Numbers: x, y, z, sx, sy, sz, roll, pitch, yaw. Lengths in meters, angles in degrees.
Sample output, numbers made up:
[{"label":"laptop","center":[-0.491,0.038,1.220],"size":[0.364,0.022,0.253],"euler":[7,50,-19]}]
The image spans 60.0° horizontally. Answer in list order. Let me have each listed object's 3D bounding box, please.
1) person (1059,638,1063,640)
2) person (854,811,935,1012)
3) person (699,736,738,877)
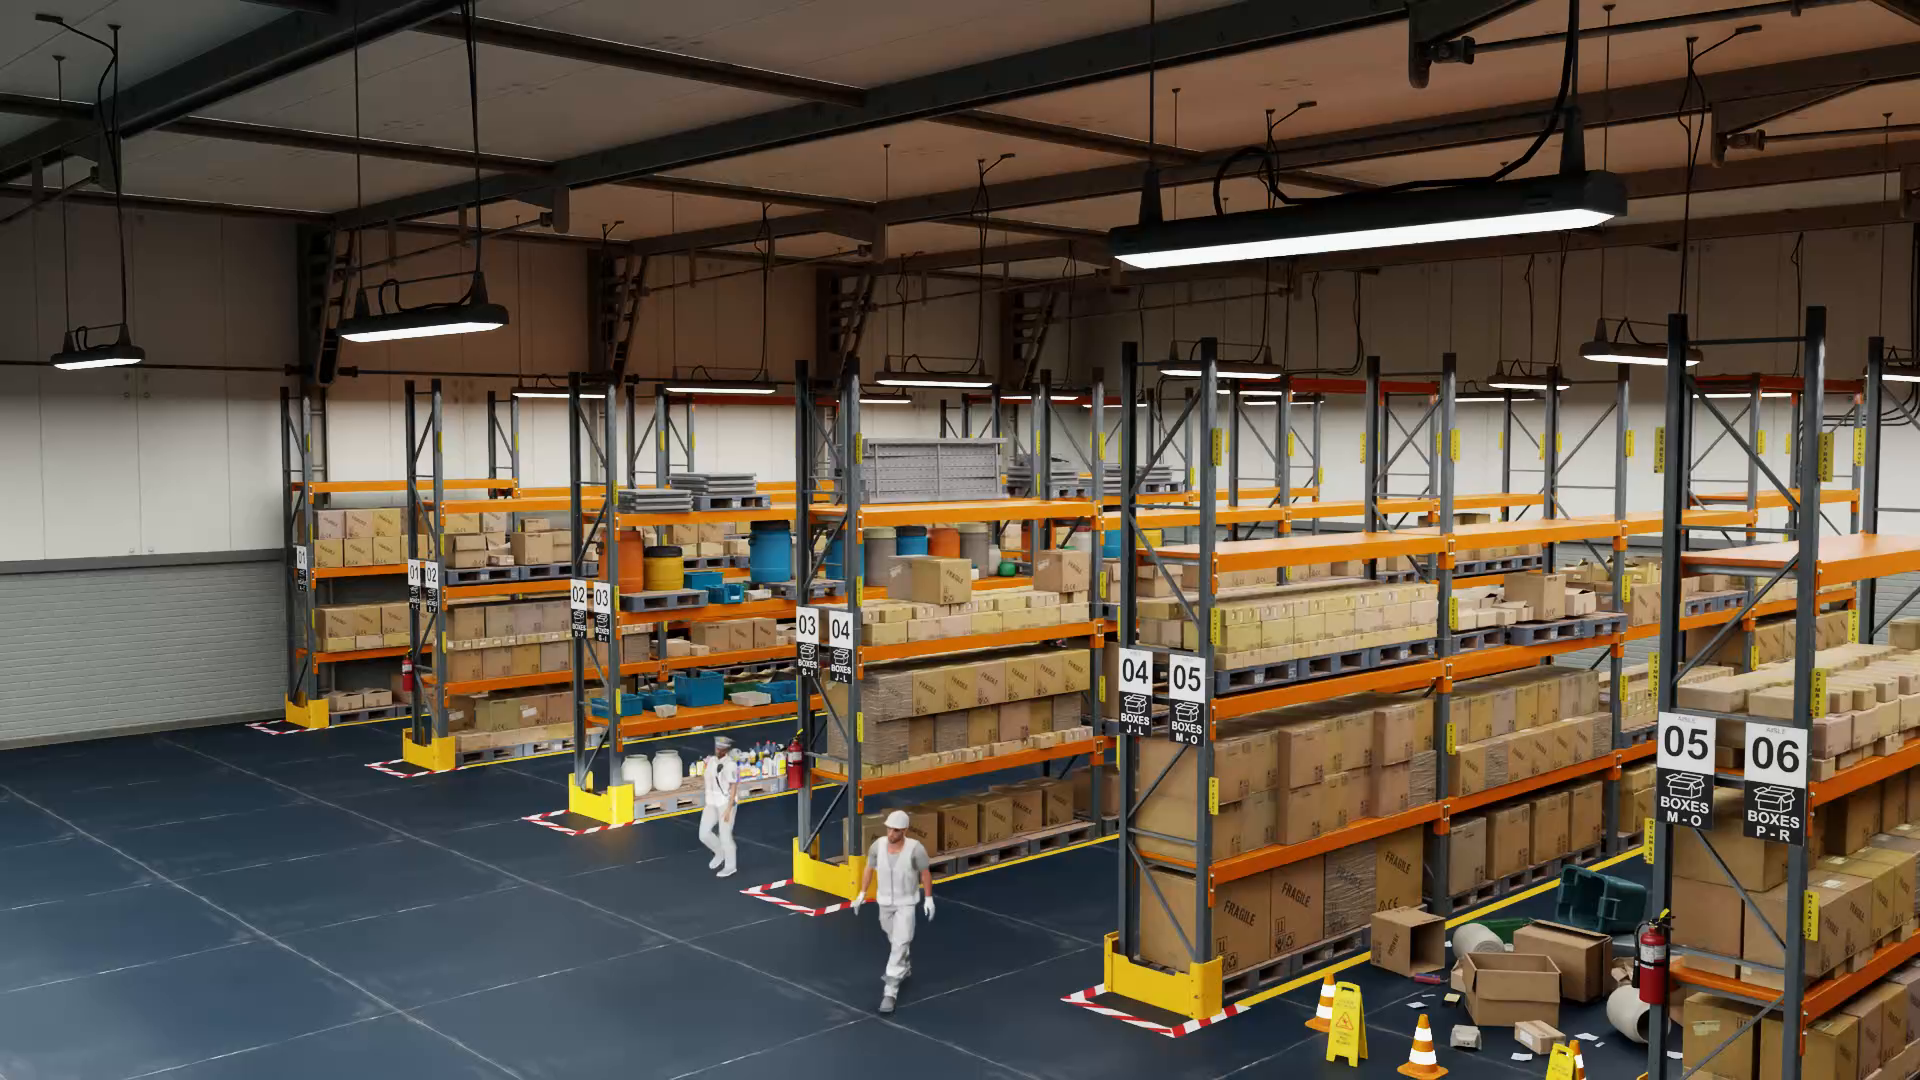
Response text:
[{"label":"person","center":[2.067,2.240,31.985],"size":[0.657,1.790,0.764],"euler":[3,4,35]},{"label":"person","center":[-0.587,3.285,15.063],"size":[0.705,1.727,1.002],"euler":[1,4,17]},{"label":"person","center":[-2.774,3.086,19.356],"size":[0.534,1.664,0.463],"euler":[2,4,33]}]
